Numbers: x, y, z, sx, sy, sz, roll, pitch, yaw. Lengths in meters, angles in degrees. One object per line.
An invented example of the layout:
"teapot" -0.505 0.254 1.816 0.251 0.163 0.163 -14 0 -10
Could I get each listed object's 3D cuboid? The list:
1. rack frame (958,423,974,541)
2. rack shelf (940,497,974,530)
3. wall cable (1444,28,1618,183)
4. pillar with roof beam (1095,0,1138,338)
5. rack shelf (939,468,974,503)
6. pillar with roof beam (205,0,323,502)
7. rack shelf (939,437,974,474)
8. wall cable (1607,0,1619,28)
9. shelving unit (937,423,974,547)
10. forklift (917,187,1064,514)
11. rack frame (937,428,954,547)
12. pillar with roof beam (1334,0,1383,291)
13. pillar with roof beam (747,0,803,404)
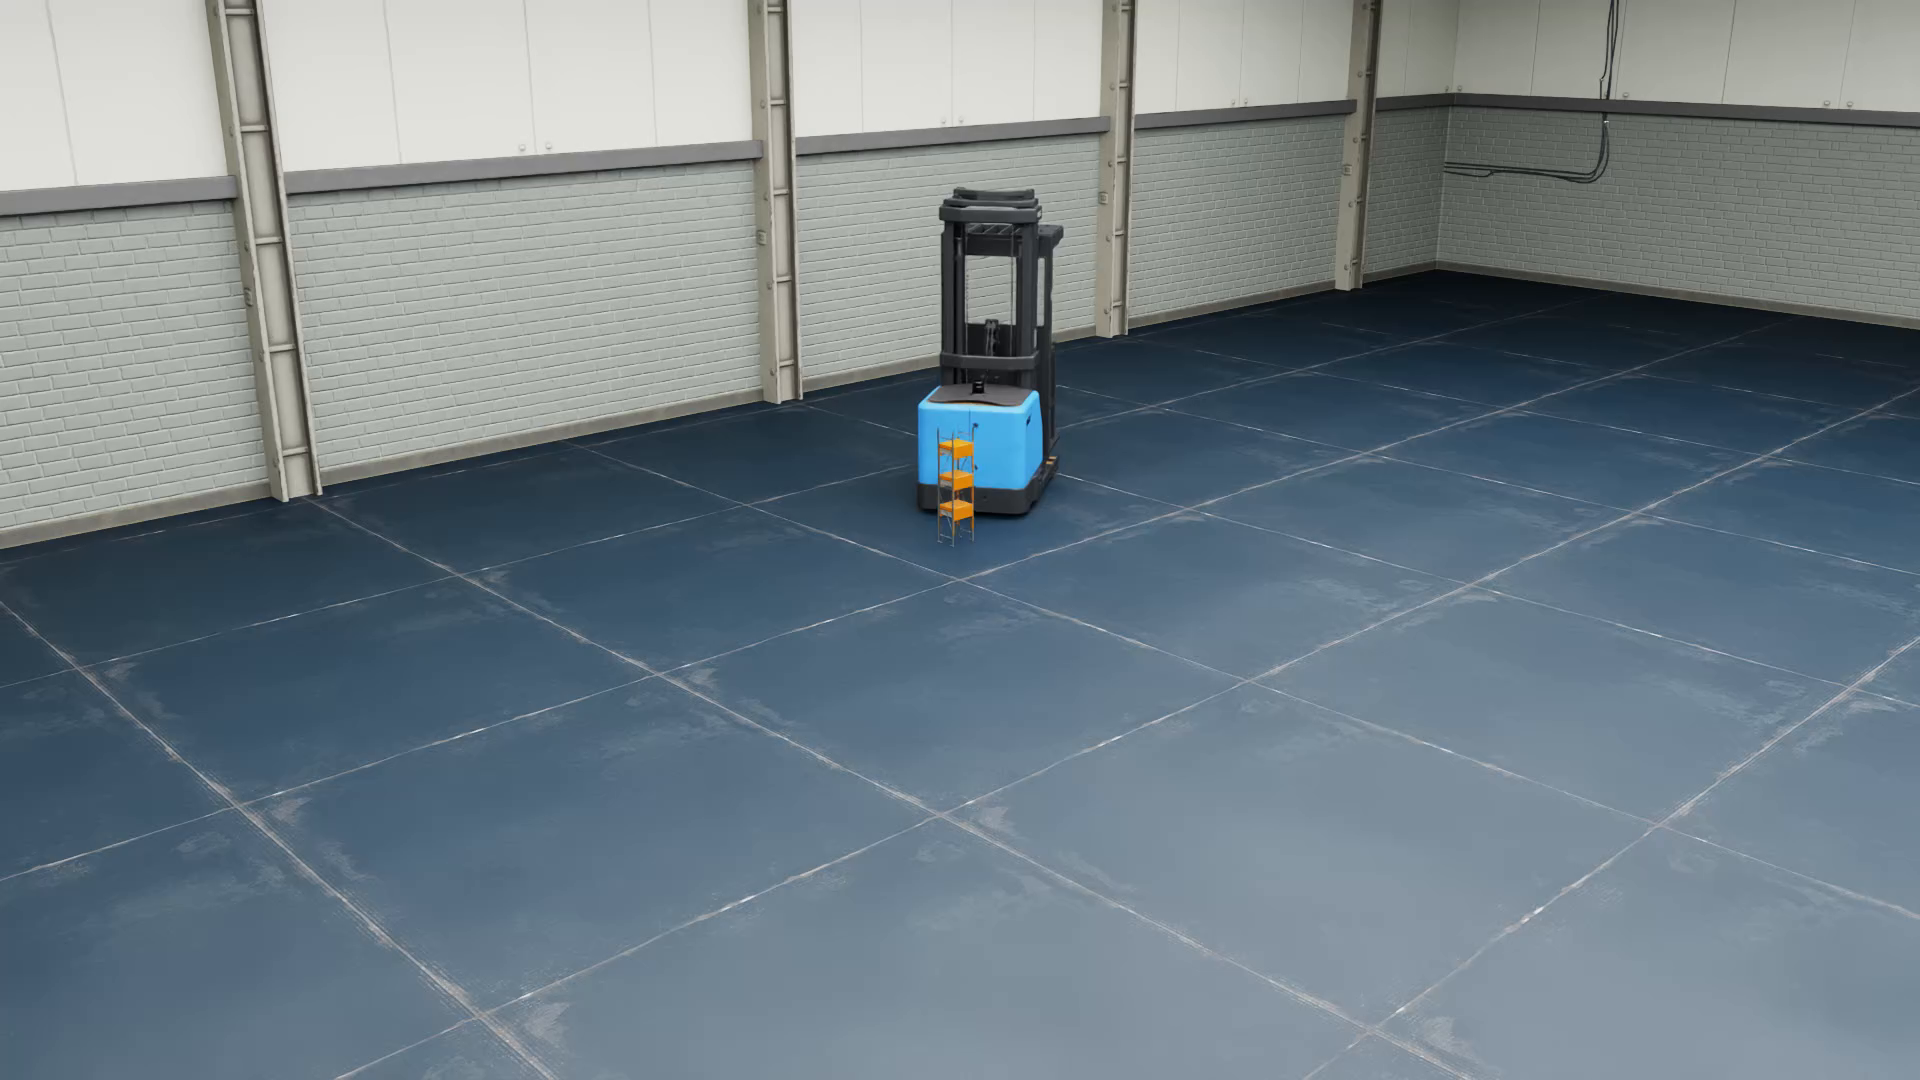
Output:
"rack frame" 0.050 -0.514 14.868 0.008 1.050 0.200 -16 24 -41
"rack shelf" -0.039 -0.214 14.877 0.240 0.259 0.215 -16 24 -41
"wall cable" 9.606 -7.390 28.220 0.112 2.526 3.097 -16 24 -41
"pillar with roof beam" 5.155 -6.303 19.833 0.400 9.000 9.100 -16 24 -41
"rack shelf" -0.039 -0.478 14.791 0.240 0.259 0.215 -16 24 -41
"pillar with roof beam" -3.565 -3.760 11.990 0.400 9.000 9.100 -16 24 -41
"rack shelf" -0.039 -0.748 14.704 0.240 0.259 0.215 -16 24 -41
"wall cable" 11.464 -9.186 25.571 0.112 2.526 3.097 -16 24 -41
"shelving unit" -0.039 -0.488 14.788 0.252 1.050 0.215 -16 24 -41
"forklift" 0.409 -2.050 16.554 1.130 2.935 3.031 4 18 12
"rack frame" -0.128 -0.462 14.708 0.008 1.050 0.200 -16 24 -41
"pillar with roof beam" 9.514 -7.574 23.754 0.400 9.000 9.100 -16 24 -41
"pillar with roof beam" 0.795 -5.031 15.912 0.400 9.000 9.100 -16 24 -41
